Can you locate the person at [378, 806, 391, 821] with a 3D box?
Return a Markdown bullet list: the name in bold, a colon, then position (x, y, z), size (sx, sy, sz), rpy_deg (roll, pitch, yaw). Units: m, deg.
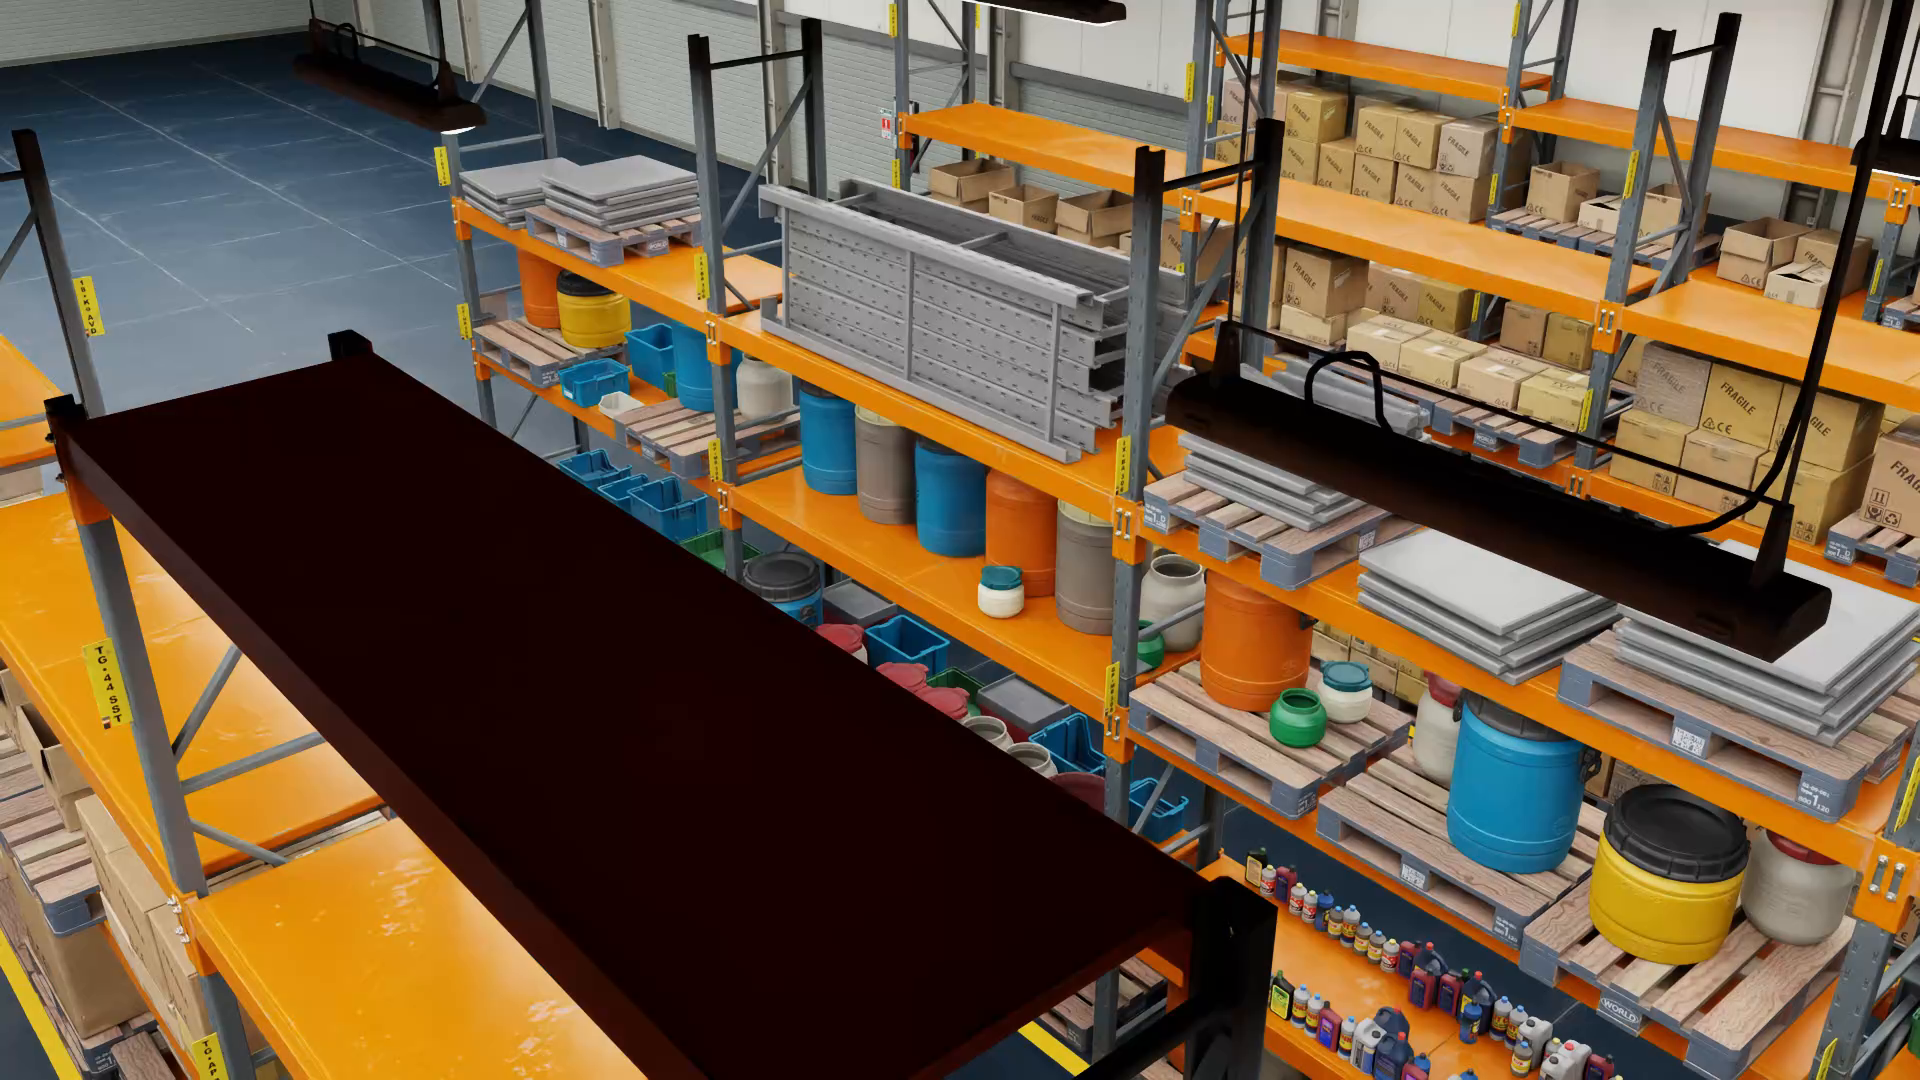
- **person**: position (-4.253, 2.057, 11.713), size (0.502, 1.712, 0.581), rpy_deg (-12, 29, -23)
